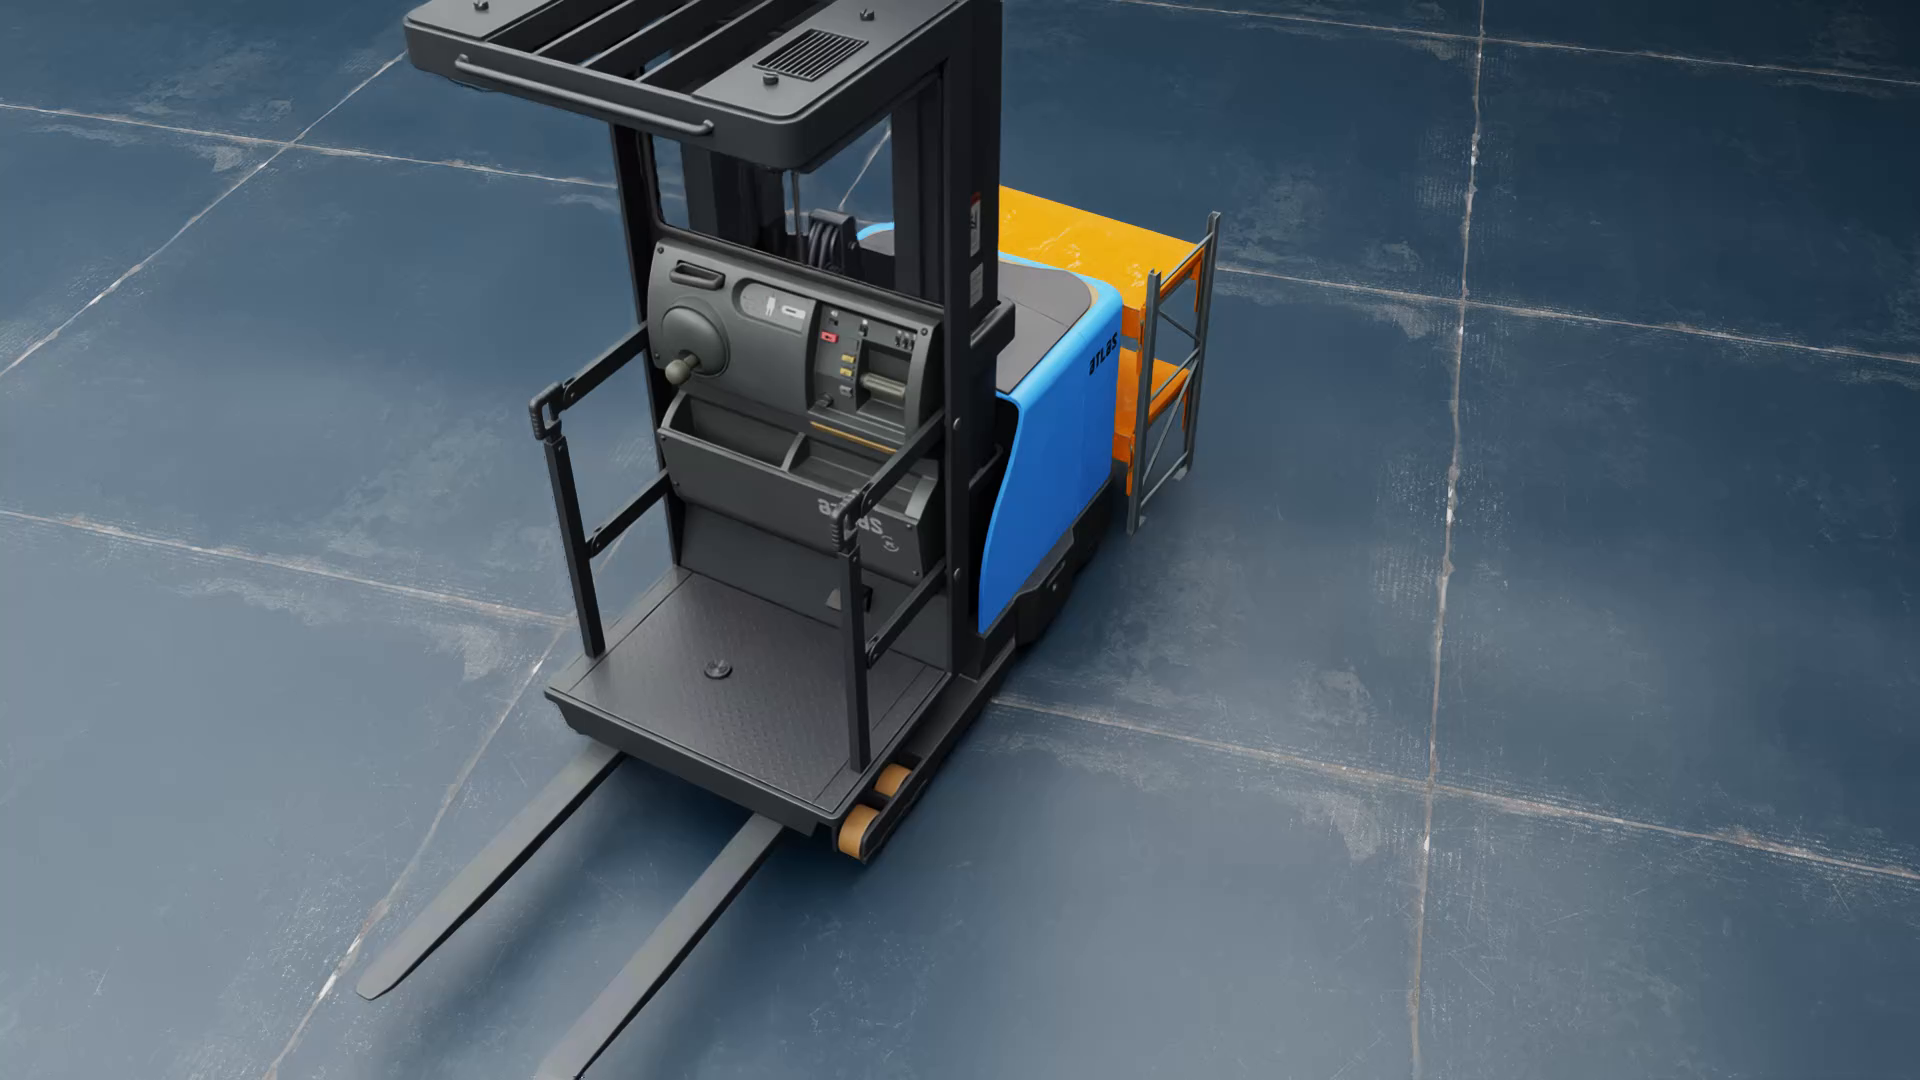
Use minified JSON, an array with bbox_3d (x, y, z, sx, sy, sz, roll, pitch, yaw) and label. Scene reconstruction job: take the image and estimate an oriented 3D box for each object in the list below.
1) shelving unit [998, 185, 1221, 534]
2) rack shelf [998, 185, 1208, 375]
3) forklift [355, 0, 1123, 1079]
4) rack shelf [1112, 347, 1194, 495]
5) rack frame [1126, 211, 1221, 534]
[{"bbox_3d":[0.346,-0.768,6.290,1.048,1.125,0.538,22,45,24],"label":"shelving unit"},{"bbox_3d":[0.346,-0.993,6.102,1.000,0.278,0.538,22,45,24],"label":"rack shelf"},{"bbox_3d":[-0.594,-0.485,4.548,1.130,2.935,3.031,20,44,22],"label":"forklift"},{"bbox_3d":[0.346,-0.581,6.448,1.000,0.278,0.538,22,45,24],"label":"rack shelf"},{"bbox_3d":[0.775,-0.593,6.081,0.032,1.125,0.500,22,45,24],"label":"rack frame"}]
